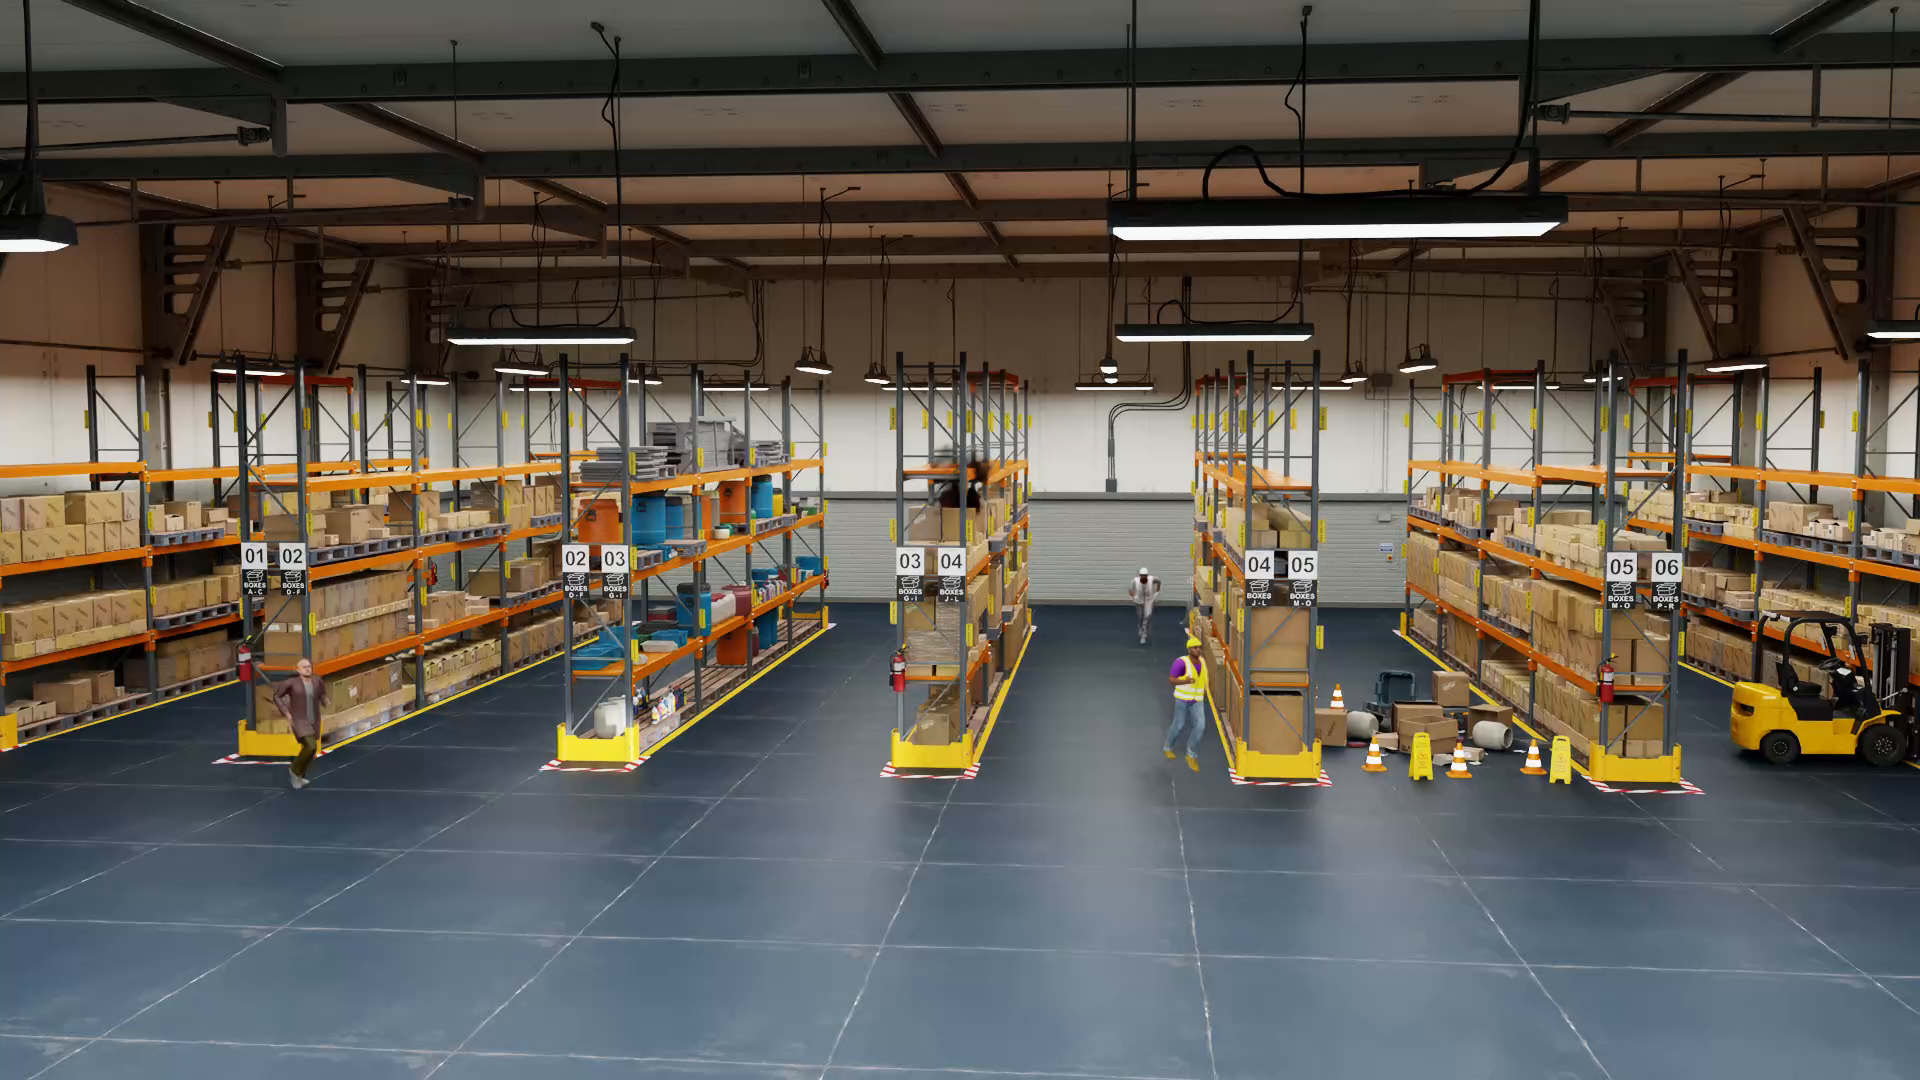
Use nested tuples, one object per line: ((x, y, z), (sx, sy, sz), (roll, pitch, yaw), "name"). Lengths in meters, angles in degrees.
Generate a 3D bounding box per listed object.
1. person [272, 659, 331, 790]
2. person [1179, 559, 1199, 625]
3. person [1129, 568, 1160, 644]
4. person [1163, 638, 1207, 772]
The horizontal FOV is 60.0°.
((-8.912, 2.515, 22.714), (0.735, 1.781, 0.677), (3, 5, 35), "person")
((5.807, 1.277, 40.549), (0.919, 1.652, 0.647), (1, 4, 10), "person")
((4.211, 1.470, 38.036), (0.725, 1.736, 1.050), (0, 4, 3), "person")
((3.196, 2.267, 23.190), (0.696, 1.829, 0.745), (-2, 4, -22), "person")
